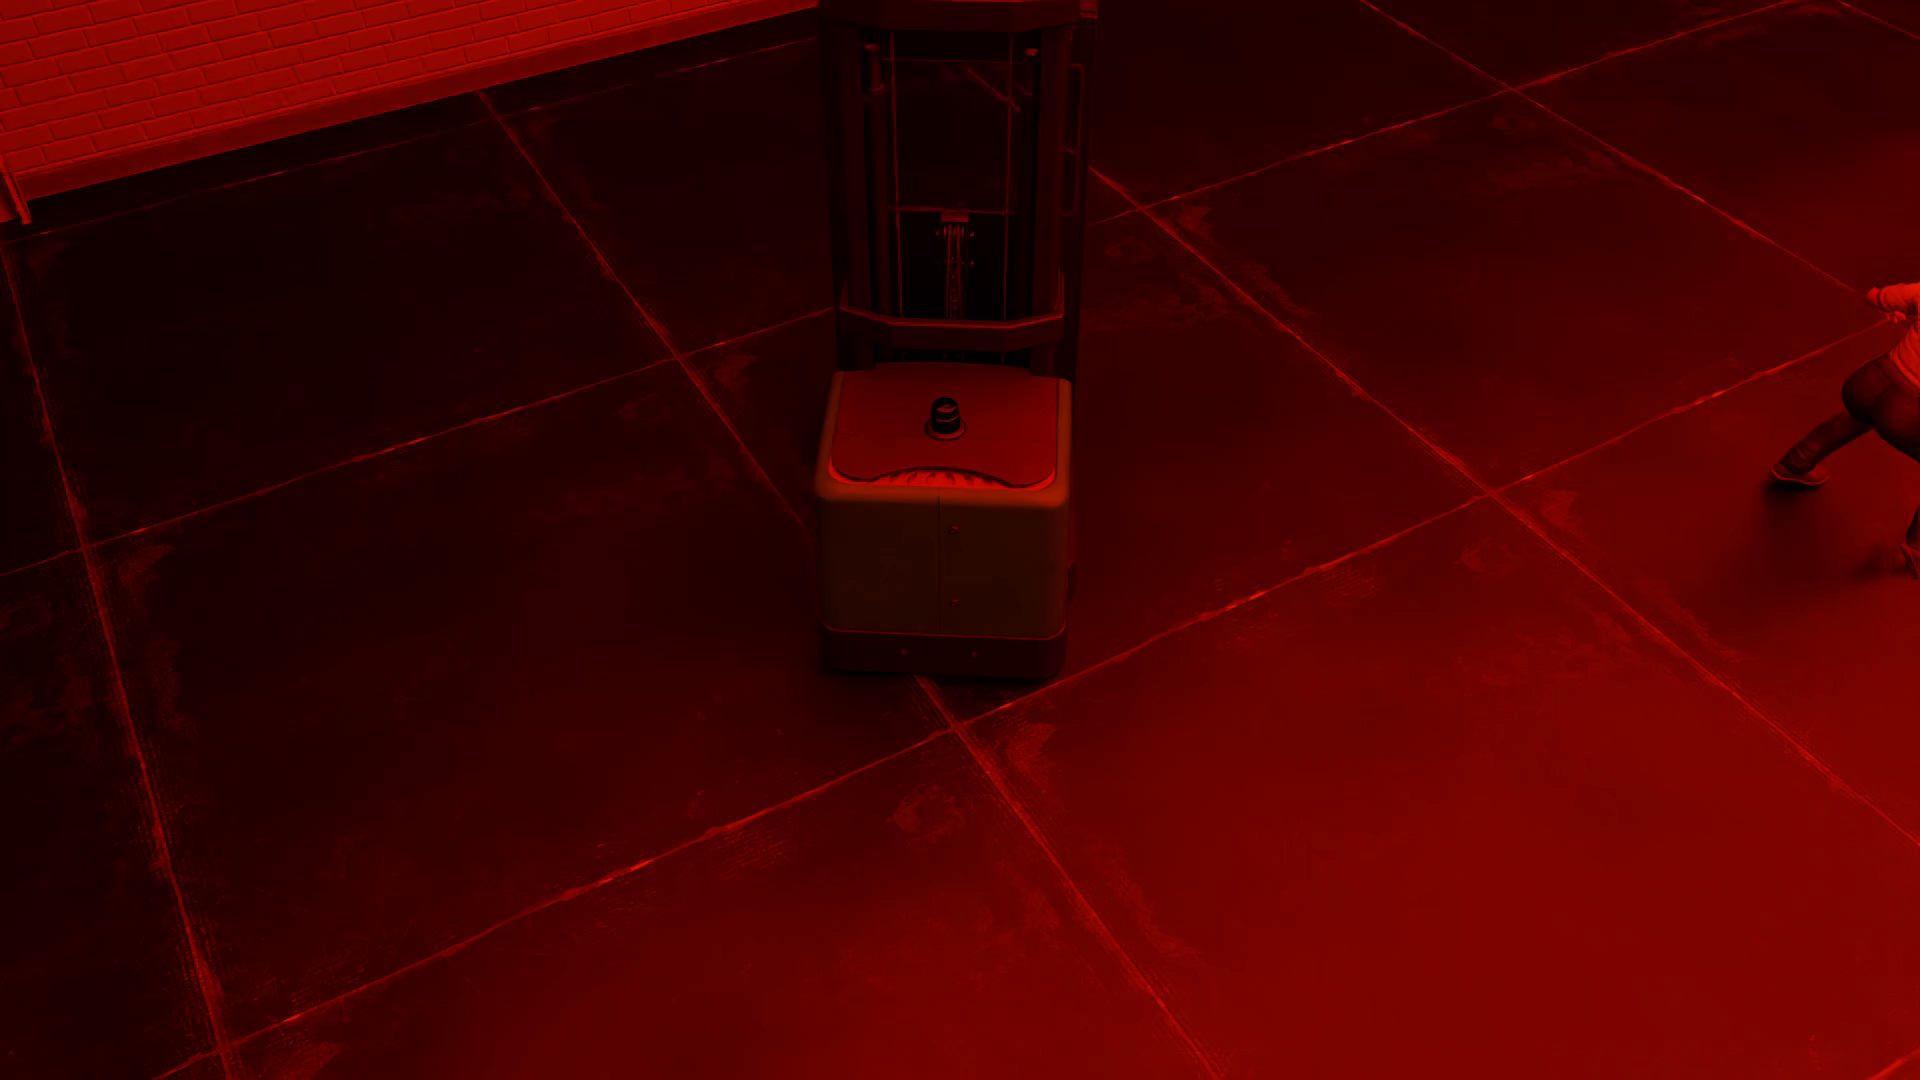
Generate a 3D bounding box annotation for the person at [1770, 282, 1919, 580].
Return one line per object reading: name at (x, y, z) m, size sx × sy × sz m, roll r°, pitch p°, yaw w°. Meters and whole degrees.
person at (4.311, -0.578, 7.461) m, size 0.523 × 1.579 × 0.961 m, roll -17°, pitch 45°, yaw -17°

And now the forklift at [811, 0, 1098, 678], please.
forklift at (0.004, -1.474, 7.287) m, size 1.130 × 2.935 × 3.031 m, roll 2°, pitch 43°, yaw 2°
